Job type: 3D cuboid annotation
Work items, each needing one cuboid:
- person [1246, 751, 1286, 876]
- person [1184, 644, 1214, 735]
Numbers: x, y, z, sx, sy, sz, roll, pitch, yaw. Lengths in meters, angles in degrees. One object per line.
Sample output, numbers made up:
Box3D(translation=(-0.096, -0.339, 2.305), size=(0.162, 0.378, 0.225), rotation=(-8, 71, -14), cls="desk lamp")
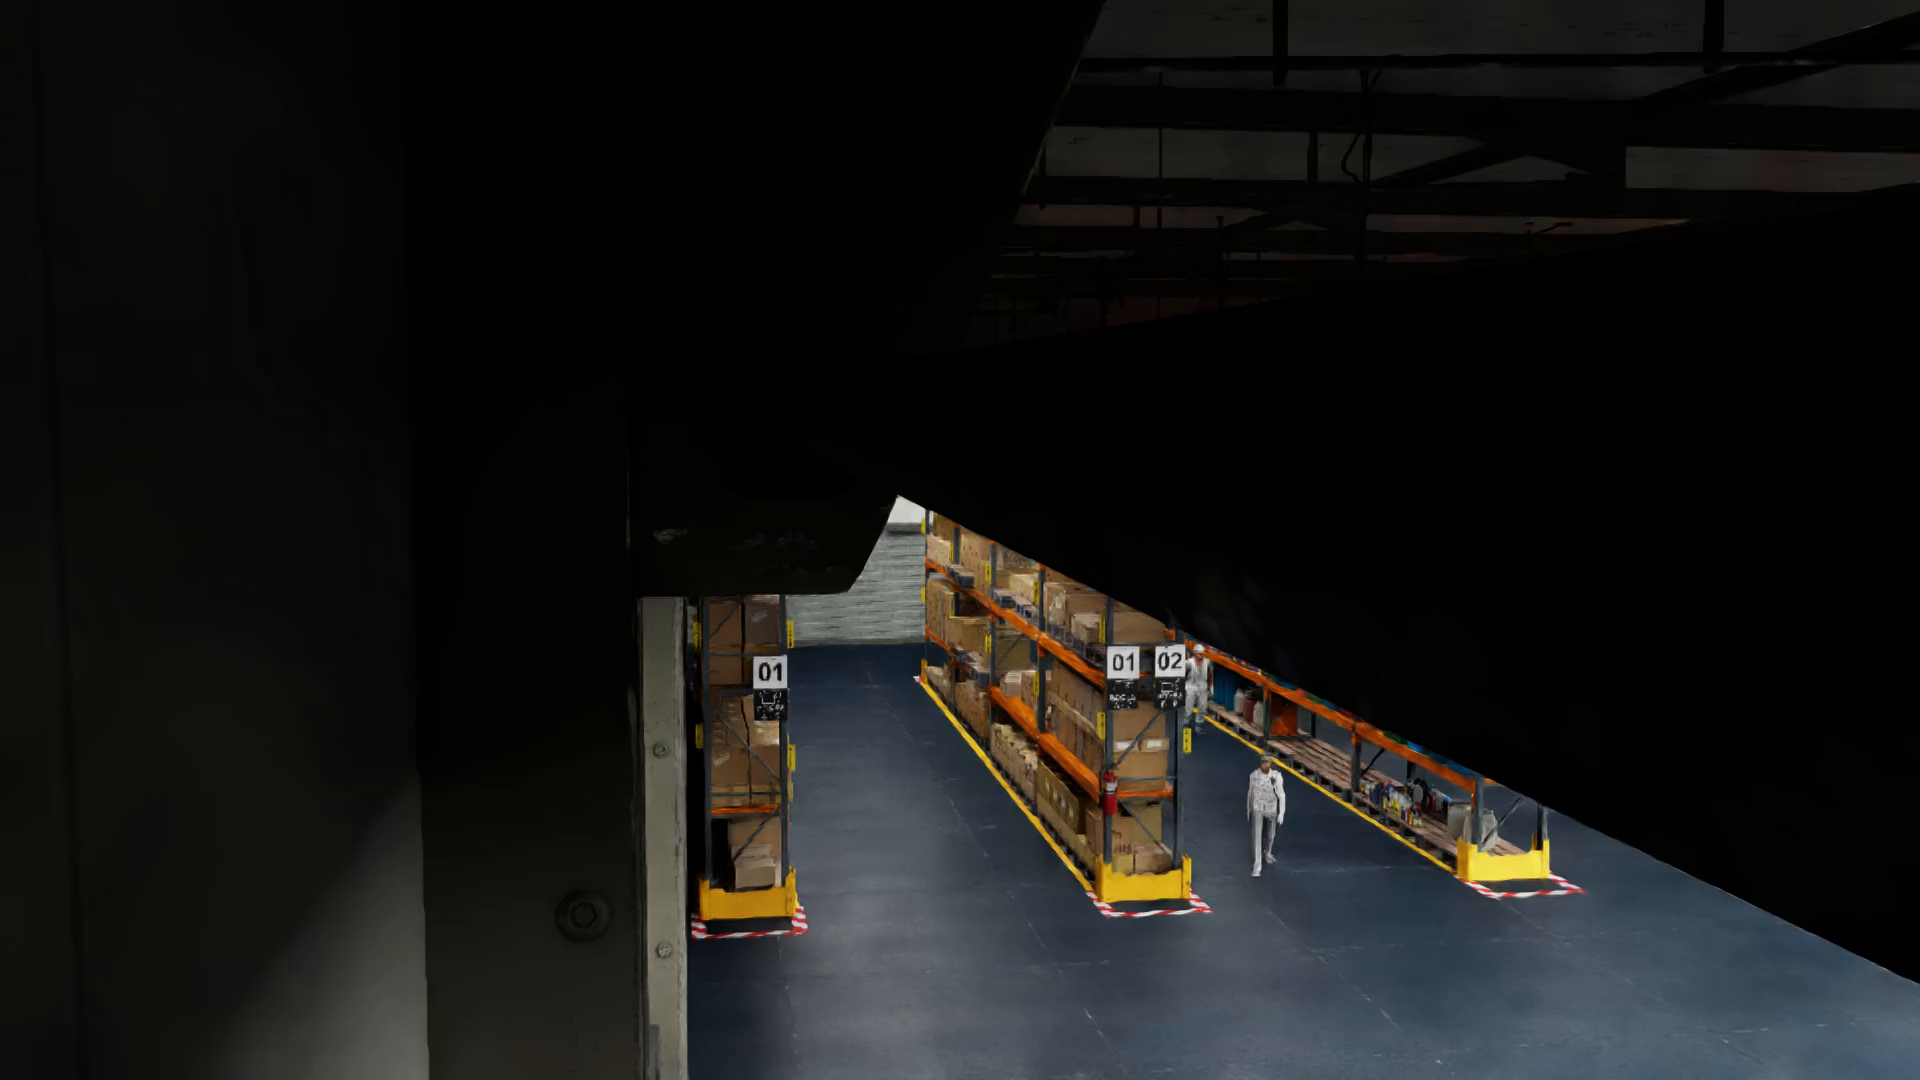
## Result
Box3D(translation=(4.053, 3.574, 22.029), size=(0.503, 1.626, 0.902), rotation=(1, 5, 6), cls="person")
Box3D(translation=(4.361, 2.767, 30.735), size=(0.661, 1.742, 0.552), rotation=(-1, 5, -10), cls="person")
